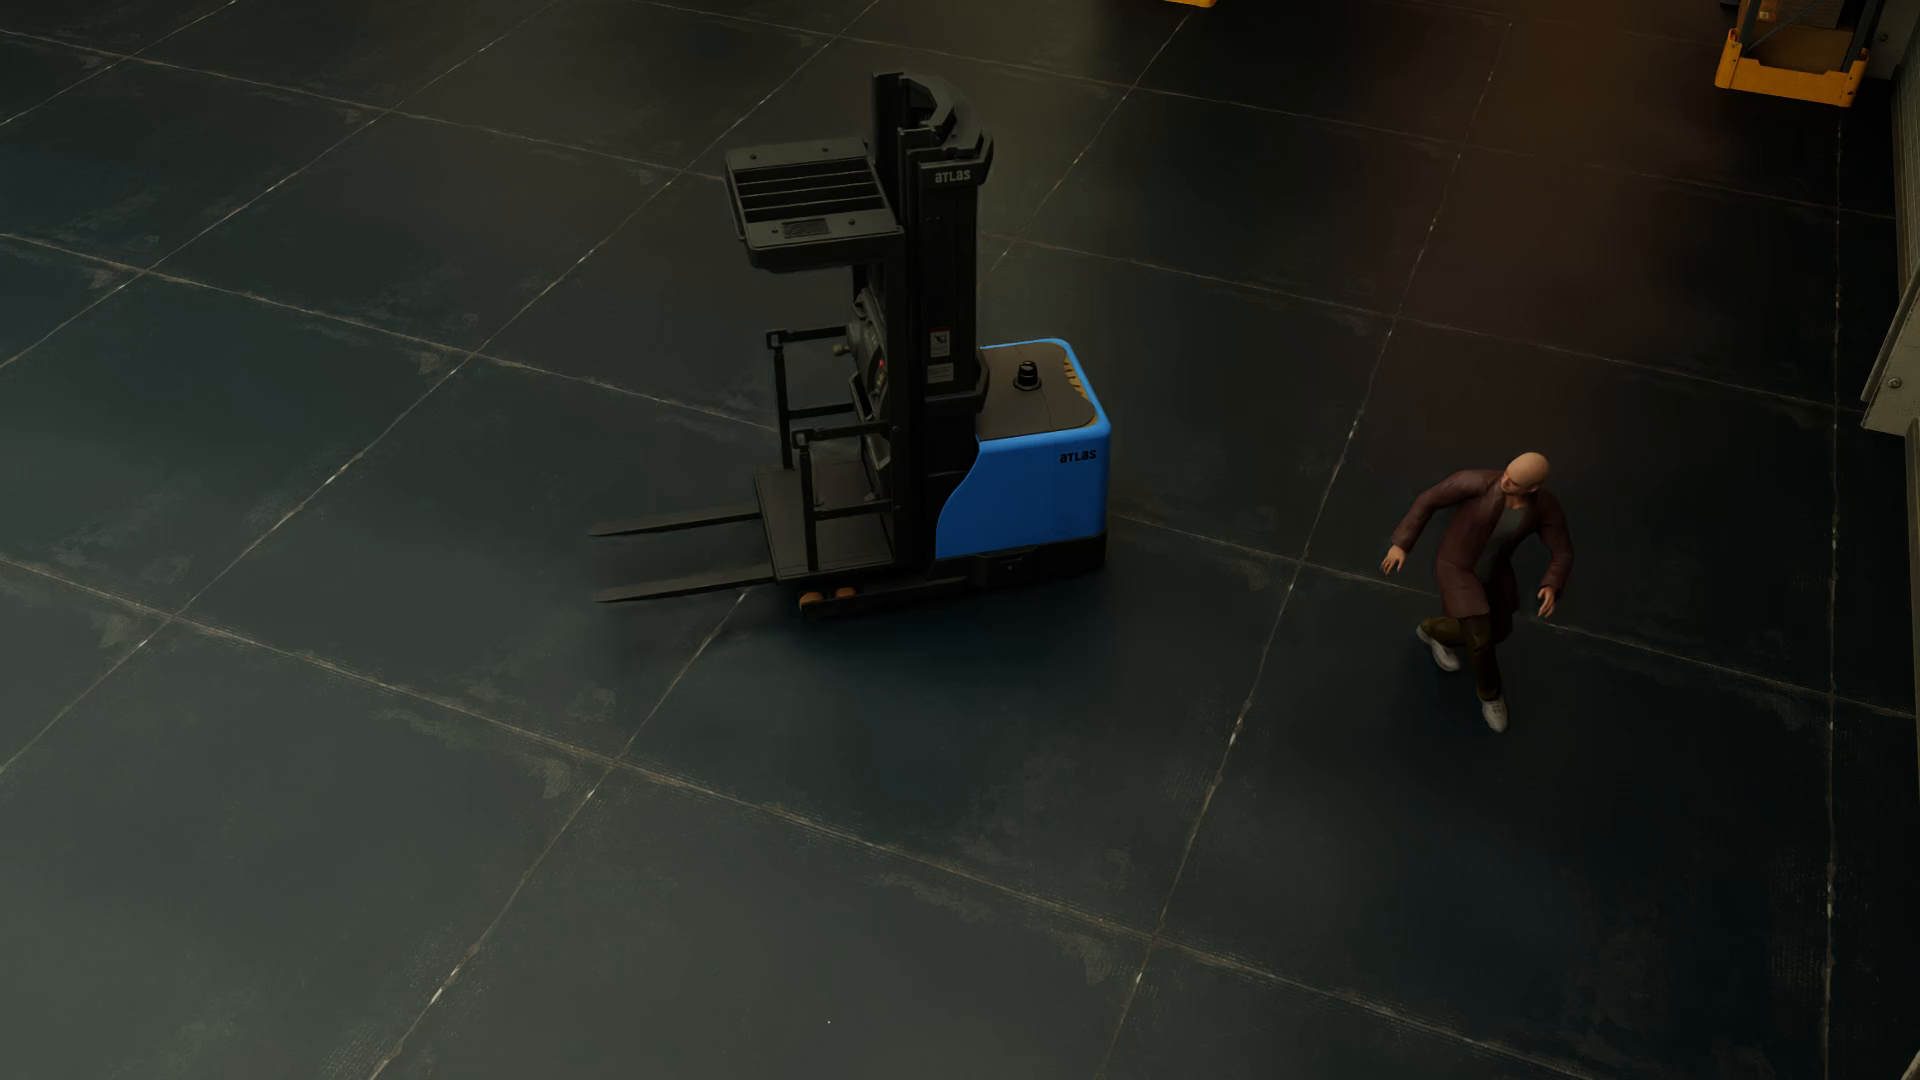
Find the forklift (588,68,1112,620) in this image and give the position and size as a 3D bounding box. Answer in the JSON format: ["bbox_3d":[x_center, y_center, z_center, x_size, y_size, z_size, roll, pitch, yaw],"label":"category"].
[{"bbox_3d":[-0.694,-1.029,9.235,3.031,2.935,1.130,-8,41,-10],"label":"forklift"}]

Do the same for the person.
[{"bbox_3d":[2.720,0.229,8.760,0.884,1.655,0.897,-8,41,-10],"label":"person"}]
